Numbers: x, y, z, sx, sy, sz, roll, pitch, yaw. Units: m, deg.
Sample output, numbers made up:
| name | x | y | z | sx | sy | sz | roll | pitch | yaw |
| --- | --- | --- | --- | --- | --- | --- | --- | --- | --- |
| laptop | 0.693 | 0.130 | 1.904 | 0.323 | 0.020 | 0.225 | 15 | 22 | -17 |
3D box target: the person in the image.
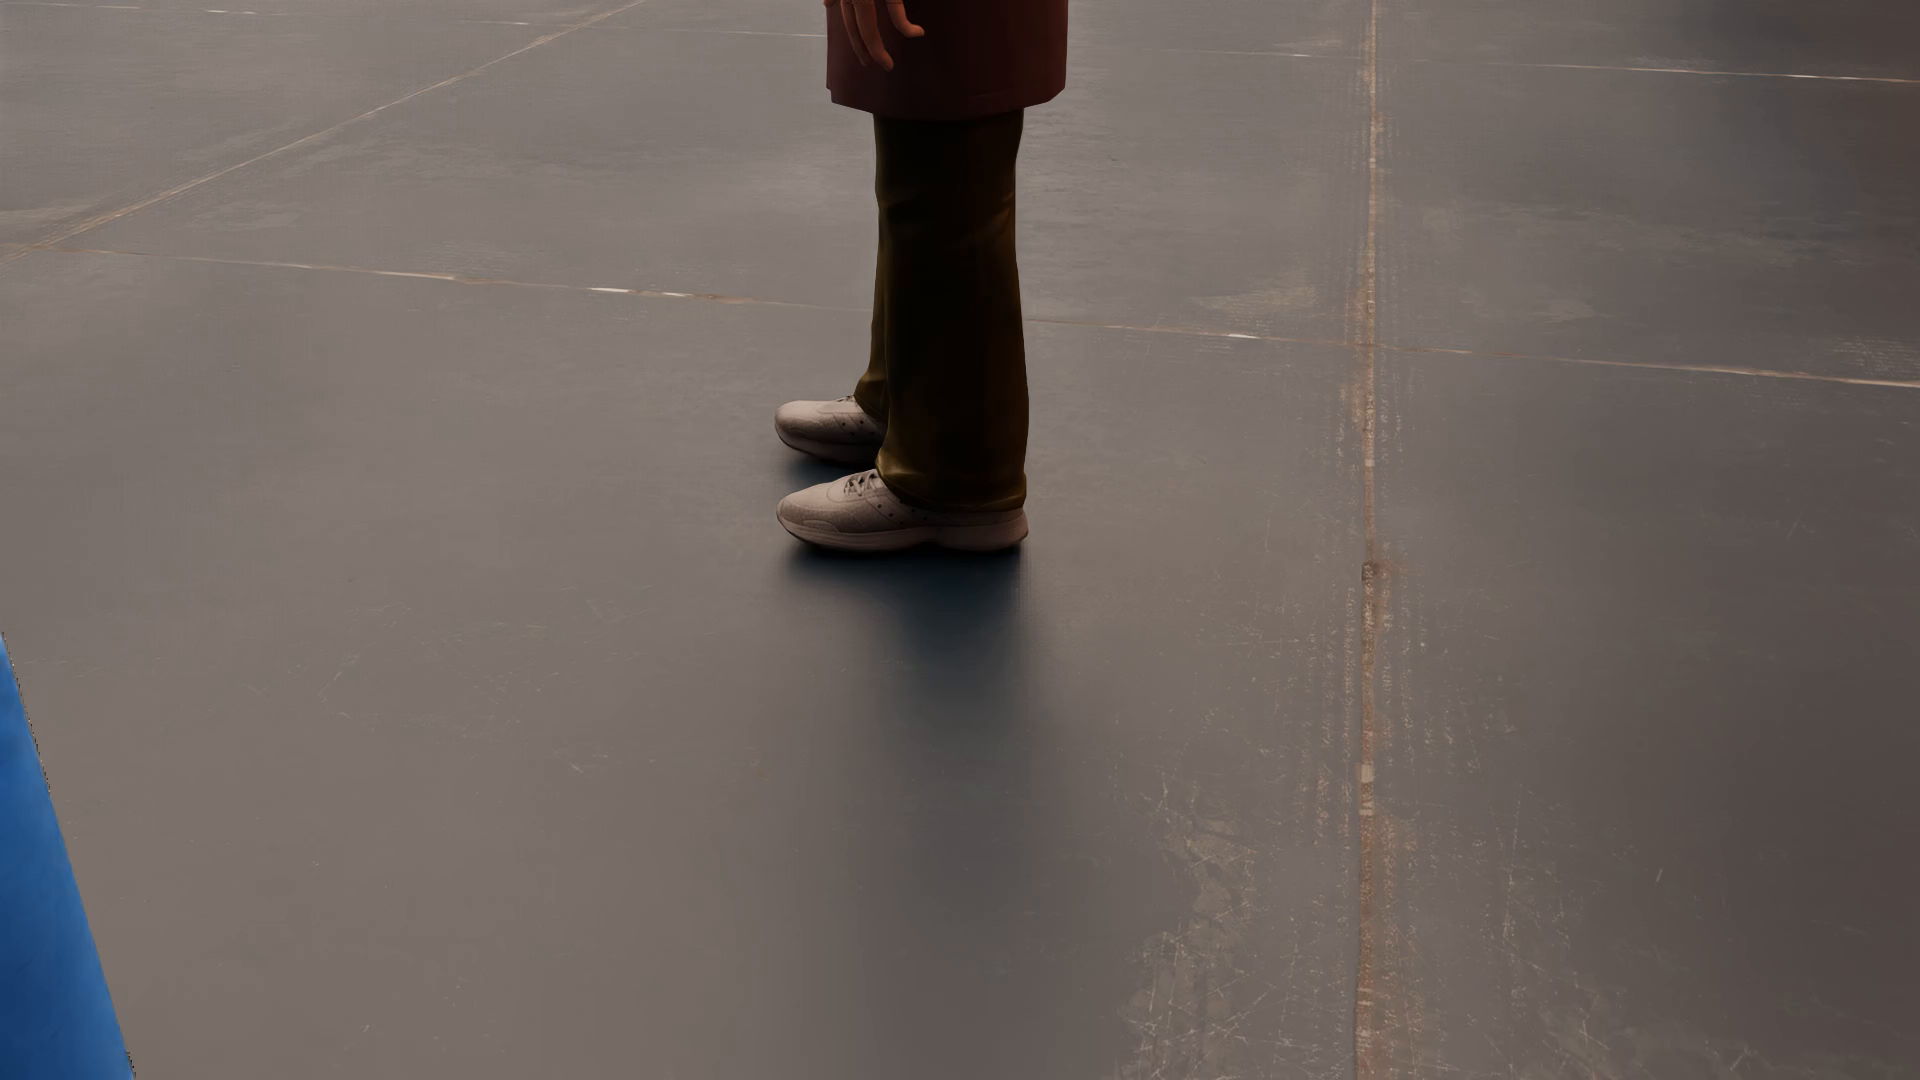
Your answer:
| name | x | y | z | sx | sy | sz | roll | pitch | yaw |
| --- | --- | --- | --- | --- | --- | --- | --- | --- | --- |
| person | -0.089 | -0.811 | 2.118 | 0.579 | 1.778 | 0.696 | 6 | 27 | 11 |
